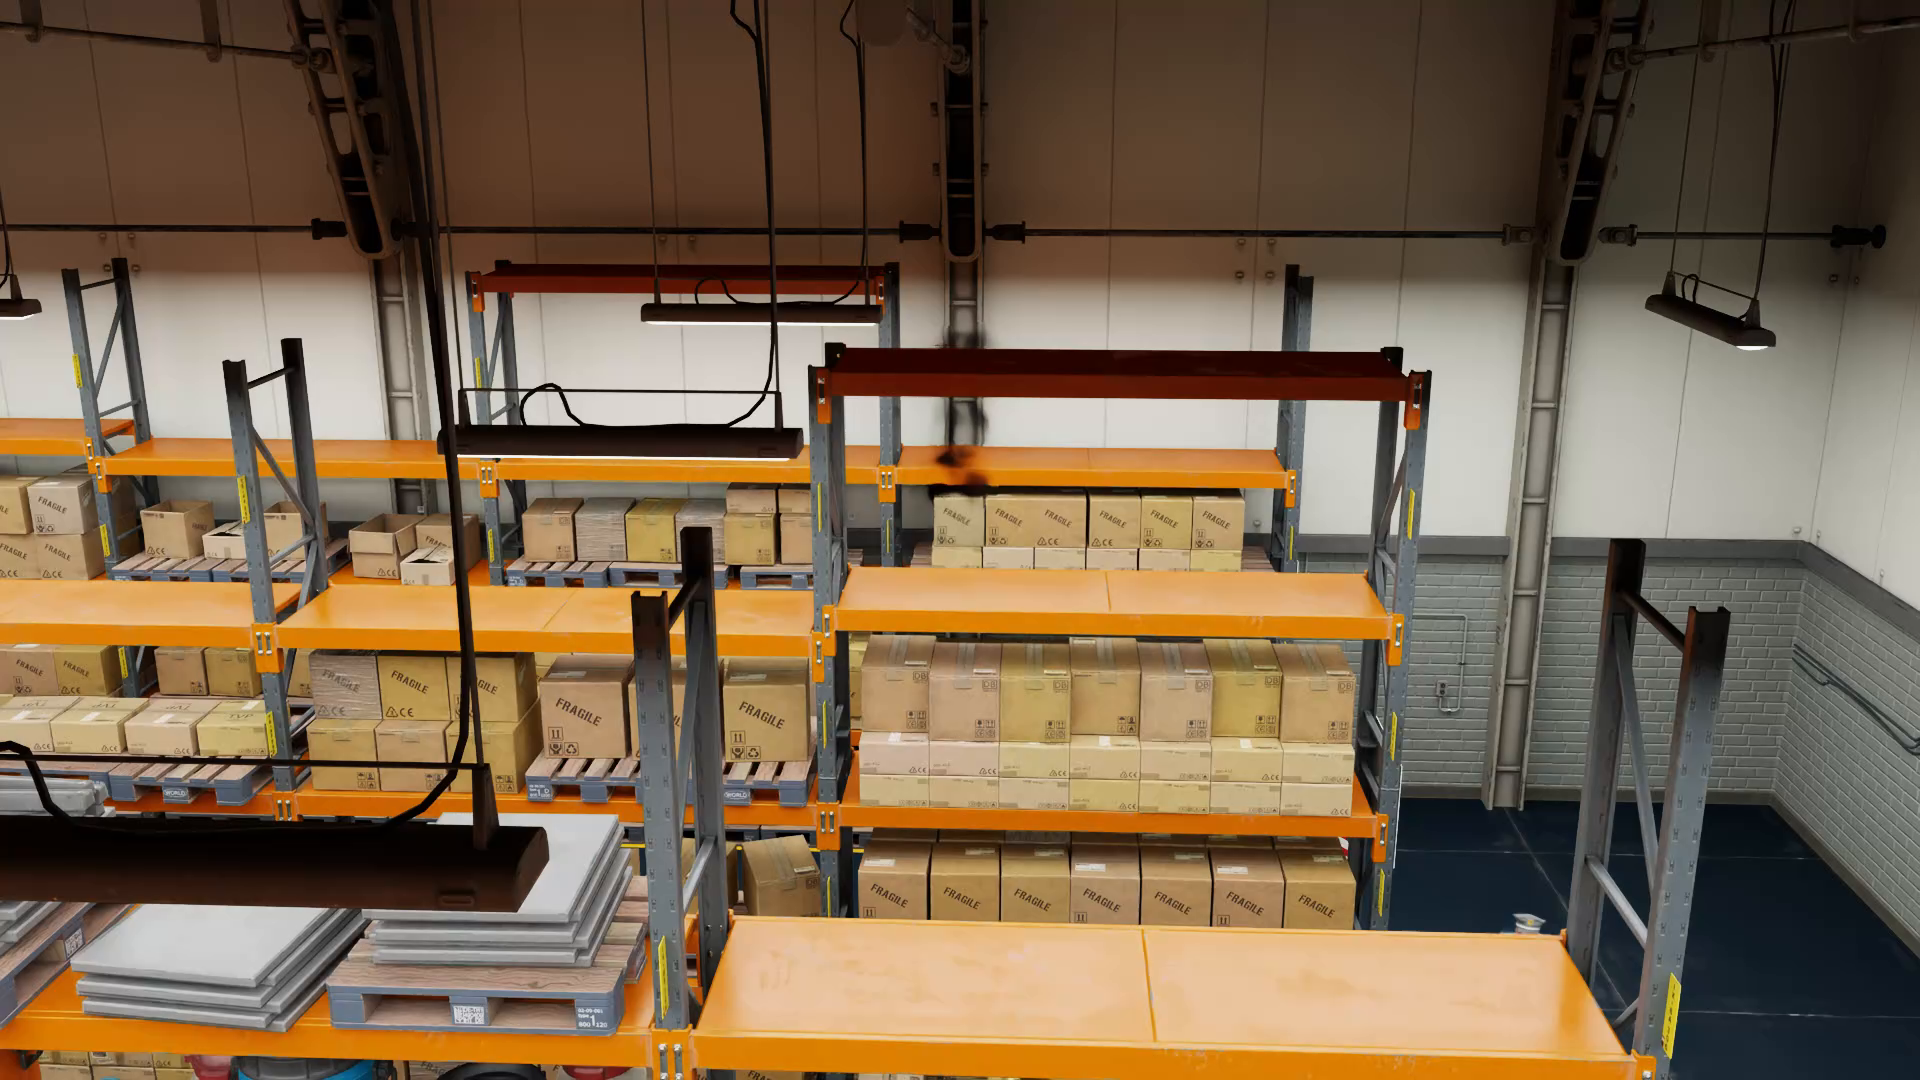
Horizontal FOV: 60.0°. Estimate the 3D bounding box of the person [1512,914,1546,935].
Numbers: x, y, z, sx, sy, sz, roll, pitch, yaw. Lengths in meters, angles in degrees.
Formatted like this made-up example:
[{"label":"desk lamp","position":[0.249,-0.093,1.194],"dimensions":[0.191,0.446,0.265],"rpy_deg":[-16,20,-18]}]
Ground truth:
[{"label":"person","position":[4.423,3.643,13.059],"dimensions":[0.679,1.763,0.828],"rpy_deg":[5,17,17]}]
